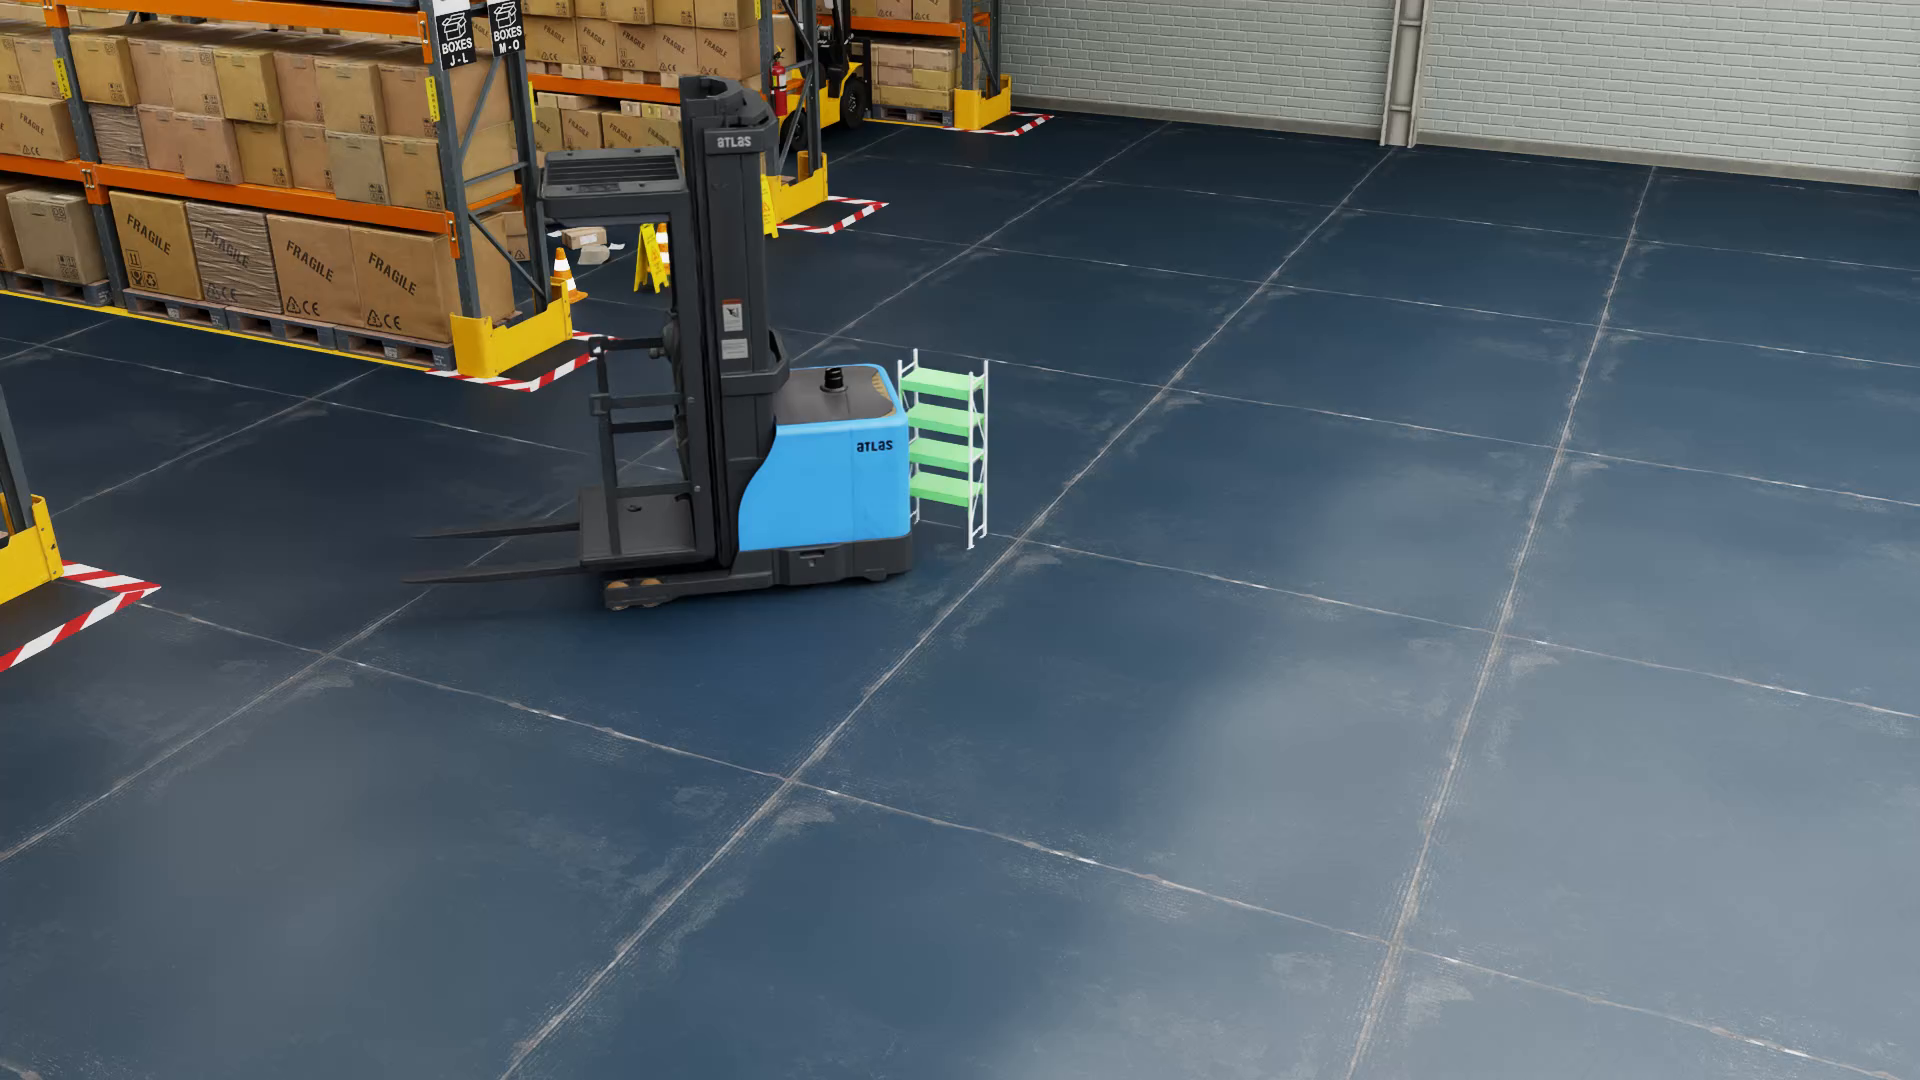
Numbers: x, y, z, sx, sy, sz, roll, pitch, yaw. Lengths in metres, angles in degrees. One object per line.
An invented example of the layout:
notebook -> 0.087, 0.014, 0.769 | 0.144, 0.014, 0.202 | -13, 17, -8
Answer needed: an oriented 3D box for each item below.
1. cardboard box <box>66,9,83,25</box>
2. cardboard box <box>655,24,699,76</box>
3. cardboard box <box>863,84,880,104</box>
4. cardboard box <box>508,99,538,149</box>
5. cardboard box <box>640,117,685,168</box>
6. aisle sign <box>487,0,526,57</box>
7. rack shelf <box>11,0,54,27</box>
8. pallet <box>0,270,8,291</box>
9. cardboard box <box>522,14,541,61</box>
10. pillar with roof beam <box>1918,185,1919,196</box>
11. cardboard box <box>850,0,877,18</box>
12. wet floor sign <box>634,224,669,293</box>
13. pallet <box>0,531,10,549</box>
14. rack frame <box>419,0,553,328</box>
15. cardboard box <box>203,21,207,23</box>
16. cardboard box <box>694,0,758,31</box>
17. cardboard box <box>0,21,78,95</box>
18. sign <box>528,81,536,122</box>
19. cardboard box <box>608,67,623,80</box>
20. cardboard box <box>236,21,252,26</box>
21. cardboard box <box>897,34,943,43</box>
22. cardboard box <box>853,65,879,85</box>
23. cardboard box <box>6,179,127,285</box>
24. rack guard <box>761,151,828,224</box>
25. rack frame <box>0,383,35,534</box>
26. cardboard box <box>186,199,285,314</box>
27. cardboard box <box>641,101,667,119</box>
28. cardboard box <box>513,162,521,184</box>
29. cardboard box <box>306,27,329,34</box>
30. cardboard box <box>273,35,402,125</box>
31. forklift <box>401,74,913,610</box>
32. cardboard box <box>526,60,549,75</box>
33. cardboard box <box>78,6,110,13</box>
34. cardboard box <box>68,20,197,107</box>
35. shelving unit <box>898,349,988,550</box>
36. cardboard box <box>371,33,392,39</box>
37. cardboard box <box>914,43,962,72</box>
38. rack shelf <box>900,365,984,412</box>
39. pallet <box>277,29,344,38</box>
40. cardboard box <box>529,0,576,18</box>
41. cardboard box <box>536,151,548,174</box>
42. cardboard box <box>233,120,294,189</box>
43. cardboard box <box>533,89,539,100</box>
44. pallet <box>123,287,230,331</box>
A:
cardboard box -> -11.019, -6.565, 20.858 | 0.500, 0.250, 0.500 | 11, 28, 21
cardboard box -> -2.832, -5.174, 17.413 | 0.500, 0.500, 0.500 | 11, 28, 22
cardboard box -> -1.177, -6.014, 22.206 | 0.500, 0.250, 0.500 | 12, 29, 22
cardboard box -> -4.986, -4.720, 18.729 | 0.500, 0.500, 0.500 | 13, 29, 24
cardboard box -> -3.083, -4.341, 17.959 | 0.500, 0.500, 0.500 | 12, 29, 24
aisle sign -> -3.538, -4.179, 12.899 | 0.004, 0.787, 0.394 | 11, 28, 22
rack shelf -> -9.189, -5.025, 14.979 | 4.000, 0.370, 1.077 | 11, 28, 22
pallet -> -9.216, -2.719, 16.033 | 1.213, 0.211, 1.003 | 11, 28, 22
cardboard box -> -4.659, -5.549, 18.174 | 0.500, 0.500, 0.500 | 11, 28, 22
pillar with roof beam -> 9.162, -6.166, 13.087 | 0.400, 9.000, 9.100 | 11, 28, 22
cardboard box -> -1.210, -7.132, 21.726 | 0.500, 0.500, 0.500 | 11, 28, 21
wet floor sign -> -2.881, -2.640, 15.381 | 0.232, 0.644, 0.267 | 6, 27, 13
pallet -> -6.666, 0.145, 10.216 | 1.213, 0.211, 1.003 | 11, 28, 22
rack frame -> -3.727, -2.905, 13.255 | 0.127, 3.000, 1.000 | 11, 28, 22
cardboard box -> -9.394, -6.500, 20.726 | 0.500, 0.250, 0.500 | 11, 28, 21
cardboard box -> -2.325, -5.546, 17.037 | 0.500, 0.500, 0.700 | 11, 28, 21
cardboard box -> -8.291, -4.311, 14.866 | 0.500, 0.500, 0.700 | 11, 28, 21
sign -> -3.492, -3.551, 13.497 | 0.005, 0.325, 0.100 | 11, 28, 22
cardboard box -> -3.582, -5.071, 17.938 | 0.250, 0.149, 0.380 | 11, 28, 22
cardboard box -> -8.360, -6.184, 19.724 | 0.250, 0.149, 0.380 | 9, 28, 18
cardboard box -> -0.534, -6.568, 22.199 | 0.500, 0.250, 0.500 | 11, 28, 22
cardboard box -> -1.222, -6.235, 22.089 | 0.500, 0.250, 0.500 | 11, 28, 21
cardboard box -> -7.970, -2.893, 15.301 | 0.750, 0.750, 1.050 | 11, 28, 22
rack guard -> -1.839, -3.806, 17.915 | 0.348, 0.500, 1.175 | 11, 28, 22
rack frame -> -5.872, -0.929, 9.241 | 0.127, 3.000, 1.000 | 11, 28, 22
cardboard box -> -6.002, -2.565, 14.494 | 0.875, 0.875, 0.875 | 12, 28, 22
cardboard box -> -3.196, -4.625, 17.802 | 0.250, 0.149, 0.380 | 12, 29, 23
cardboard box -> -4.999, -3.782, 17.863 | 0.500, 0.500, 0.500 | -12, 29, -23
cardboard box -> -7.382, -6.003, 19.356 | 0.250, 0.149, 0.380 | 12, 29, 23
cardboard box -> -5.041, -3.761, 13.600 | 0.550, 0.550, 0.875 | 11, 28, 22
forklift -> -1.861, -1.151, 9.770 | 3.031, 2.935, 1.130 | -5, 27, -10
cardboard box -> -4.540, -5.225, 18.251 | 0.250, 0.149, 0.380 | 12, 29, 23
cardboard box -> -10.541, -6.698, 20.562 | 0.500, 0.250, 0.500 | 11, 28, 20
cardboard box -> -7.046, -4.107, 14.303 | 0.550, 0.550, 0.875 | 11, 28, 22
shelving unit -> -0.106, -0.571, 10.552 | 0.503, 1.200, 0.258 | 12, 29, 23
cardboard box -> -6.476, -5.792, 18.927 | 0.250, 0.149, 0.380 | 11, 28, 21
cardboard box -> -0.267, -6.273, 21.600 | 0.500, 0.250, 0.500 | 12, 29, 24
rack shelf -> -0.106, -0.945, 10.368 | 0.480, 0.148, 0.258 | 12, 29, 23
pallet -> -7.233, -5.945, 19.646 | 1.213, 0.211, 1.003 | 11, 28, 22
cardboard box -> -4.198, -5.900, 17.755 | 0.500, 0.500, 0.700 | 11, 28, 21
cardboard box -> -4.495, -4.291, 18.706 | 0.500, 0.250, 0.500 | 13, 29, 25
cardboard box -> -5.550, -3.347, 13.982 | 0.500, 0.550, 0.875 | 11, 28, 22
cardboard box -> -4.897, -4.964, 18.491 | 0.250, 0.149, 0.380 | 12, 29, 23
pallet -> -6.708, -2.215, 15.010 | 1.213, 0.211, 1.003 | 11, 28, 22
